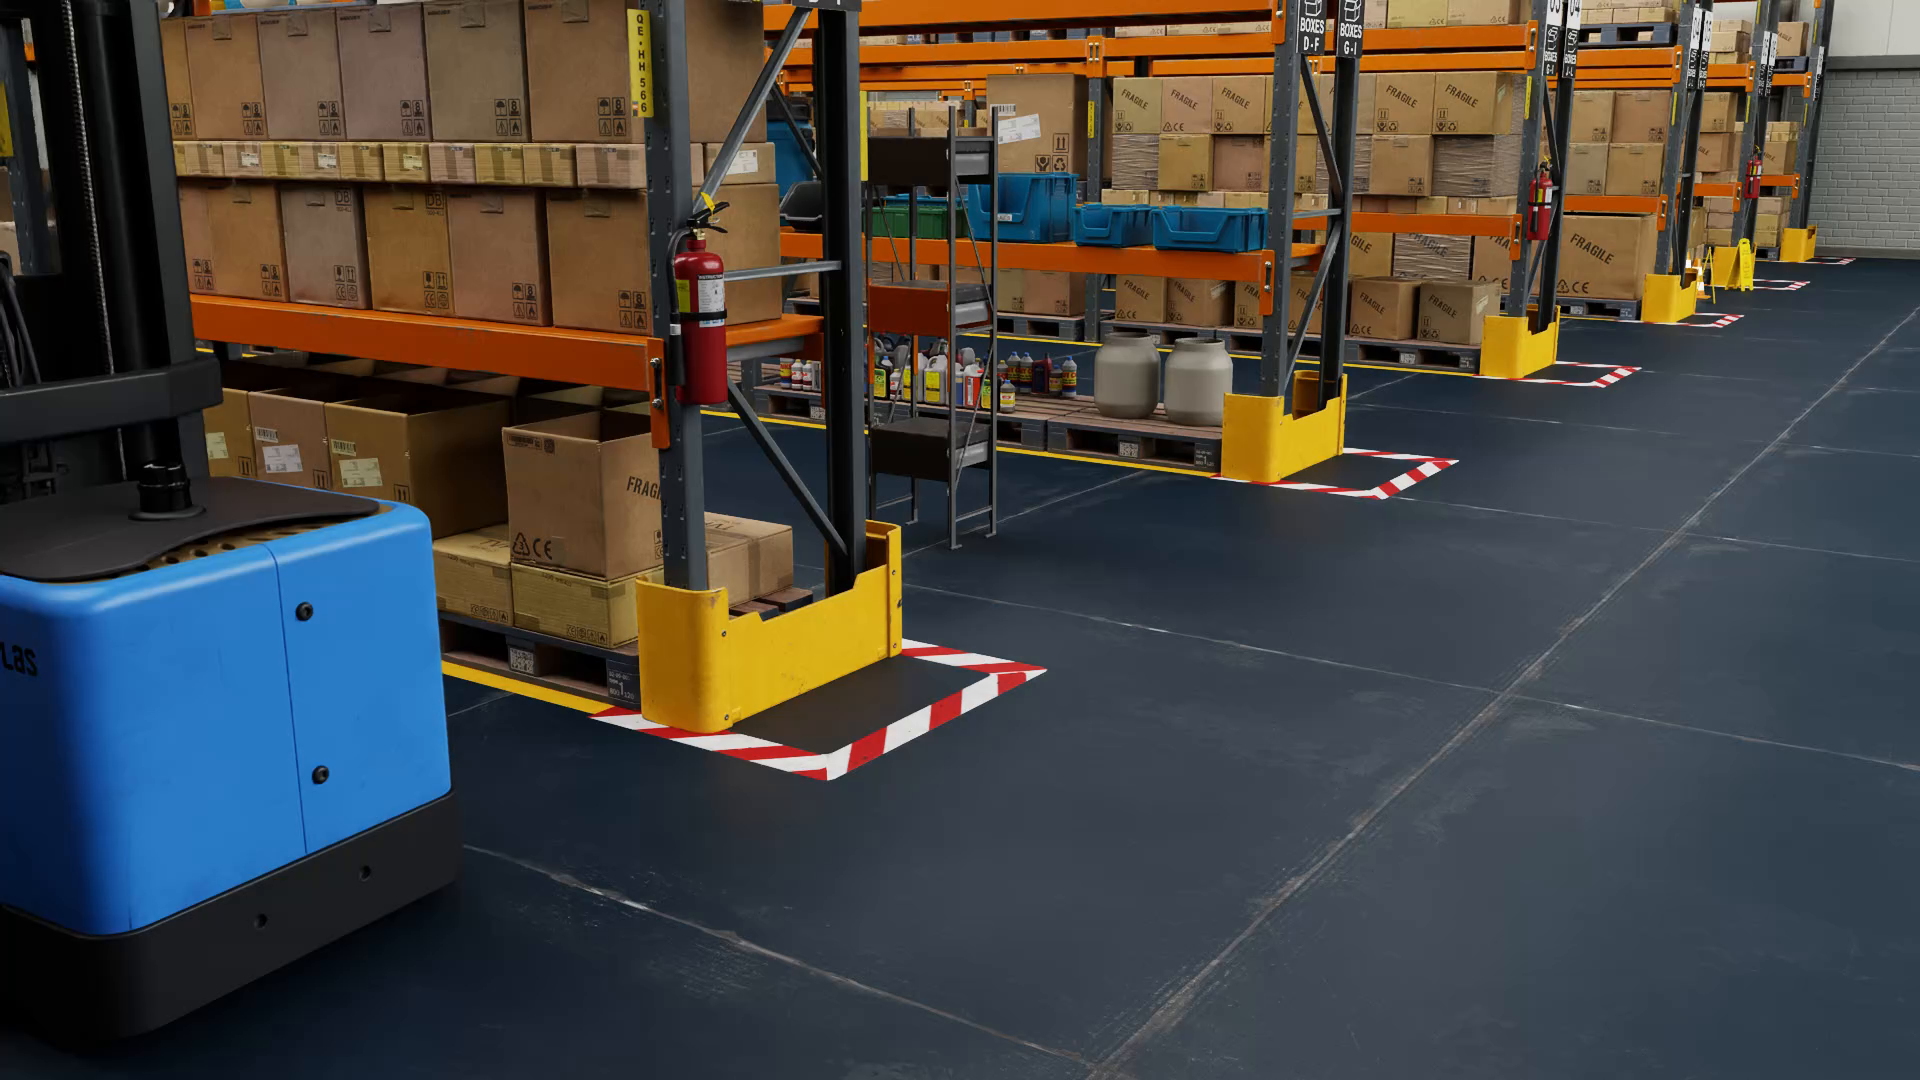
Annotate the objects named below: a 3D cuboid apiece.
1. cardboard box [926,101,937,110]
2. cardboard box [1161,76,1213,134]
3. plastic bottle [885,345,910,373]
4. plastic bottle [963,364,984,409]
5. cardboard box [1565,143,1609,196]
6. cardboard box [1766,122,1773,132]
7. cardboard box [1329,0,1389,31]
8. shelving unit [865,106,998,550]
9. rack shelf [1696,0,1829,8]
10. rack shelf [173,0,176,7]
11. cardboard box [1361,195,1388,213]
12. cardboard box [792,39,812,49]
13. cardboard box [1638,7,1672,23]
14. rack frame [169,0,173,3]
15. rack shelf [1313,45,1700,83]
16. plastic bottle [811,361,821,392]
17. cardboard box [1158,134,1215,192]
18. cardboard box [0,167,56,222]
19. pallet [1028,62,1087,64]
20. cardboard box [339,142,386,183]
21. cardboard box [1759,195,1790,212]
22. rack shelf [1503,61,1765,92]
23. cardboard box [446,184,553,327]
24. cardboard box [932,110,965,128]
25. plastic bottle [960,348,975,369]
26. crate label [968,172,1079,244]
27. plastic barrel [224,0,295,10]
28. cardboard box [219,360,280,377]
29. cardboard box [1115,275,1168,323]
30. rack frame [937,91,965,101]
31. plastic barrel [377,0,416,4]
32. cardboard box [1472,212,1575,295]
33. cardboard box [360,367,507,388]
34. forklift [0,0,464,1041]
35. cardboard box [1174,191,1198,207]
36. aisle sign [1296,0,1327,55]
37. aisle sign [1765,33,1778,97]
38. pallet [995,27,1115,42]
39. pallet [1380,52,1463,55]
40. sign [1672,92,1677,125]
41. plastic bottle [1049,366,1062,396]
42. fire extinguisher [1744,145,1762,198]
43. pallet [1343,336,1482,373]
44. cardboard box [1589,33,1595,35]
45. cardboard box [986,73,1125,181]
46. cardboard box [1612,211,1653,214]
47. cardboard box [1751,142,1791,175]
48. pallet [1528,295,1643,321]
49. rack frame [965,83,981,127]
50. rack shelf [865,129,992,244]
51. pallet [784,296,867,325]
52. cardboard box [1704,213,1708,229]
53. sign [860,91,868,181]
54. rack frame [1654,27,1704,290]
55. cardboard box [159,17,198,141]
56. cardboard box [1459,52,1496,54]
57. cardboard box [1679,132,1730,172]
[{"bbox_3d":[-0.379,-7.412,28.383,0.250,0.149,0.380,9,17,33],"label":"cardboard box"},{"bbox_3d":[2.168,-3.944,15.107,0.500,0.500,0.500,9,17,33],"label":"cardboard box"},{"bbox_3d":[-0.451,-1.260,11.925,0.135,0.276,0.152,9,17,33],"label":"plastic bottle"},{"bbox_3d":[0.113,-1.010,10.912,0.135,0.276,0.152,9,17,33],"label":"plastic bottle"},{"bbox_3d":[6.890,-4.066,18.193,0.550,0.550,0.875,9,17,33],"label":"cardboard box"},{"bbox_3d":[12.501,-6.414,25.816,0.250,0.149,0.380,9,17,33],"label":"cardboard box"},{"bbox_3d":[3.462,-4.442,14.093,0.500,0.250,0.500,10,17,34],"label":"cardboard box"},{"bbox_3d":[-0.137,-1.041,8.161,0.503,2.100,0.431,9,17,33],"label":"shelving unit"},{"bbox_3d":[11.478,-8.511,26.306,4.000,0.370,1.077,9,17,33],"label":"rack shelf"},{"bbox_3d":[-5.670,-2.844,8.826,4.000,0.370,1.077,9,17,33],"label":"rack shelf"},{"bbox_3d":[3.662,-2.918,14.391,0.250,0.149,0.380,9,17,33],"label":"cardboard box"},{"bbox_3d":[-1.550,-5.250,17.358,0.500,0.250,0.500,10,17,34],"label":"cardboard box"},{"bbox_3d":[7.227,-5.446,17.281,0.250,0.149,0.380,9,17,33],"label":"cardboard box"},{"bbox_3d":[-7.881,-6.441,15.617,0.127,3.000,1.000,9,17,33],"label":"rack frame"},{"bbox_3d":[6.033,-5.258,18.576,4.000,0.370,1.077,9,17,33],"label":"rack shelf"},{"bbox_3d":[-0.940,-1.180,11.599,0.135,0.276,0.152,10,17,35],"label":"plastic bottle"},{"bbox_3d":[2.255,-3.490,15.353,0.500,0.500,0.875,9,17,33],"label":"cardboard box"},{"bbox_3d":[-5.076,-1.695,8.719,0.500,0.500,0.500,11,17,37],"label":"cardboard box"},{"bbox_3d":[1.618,-6.244,21.457,1.003,0.211,1.213,10,17,35],"label":"pallet"},{"bbox_3d":[-2.190,-1.483,6.513,0.250,0.149,0.380,10,17,34],"label":"cardboard box"},{"bbox_3d":[12.845,-5.330,26.381,0.500,0.250,0.500,9,16,32],"label":"cardboard box"},{"bbox_3d":[8.711,-6.259,22.618,4.000,0.370,1.077,9,17,33],"label":"rack shelf"},{"bbox_3d":[-1.510,-1.116,6.381,0.500,0.500,0.700,10,17,34],"label":"cardboard box"},{"bbox_3d":[-0.132,-7.035,28.210,0.500,0.500,0.500,9,17,32],"label":"cardboard box"},{"bbox_3d":[0.012,-1.227,11.791,0.135,0.276,0.152,10,17,34],"label":"plastic bottle"},{"bbox_3d":[0.398,-2.130,10.612,0.616,0.435,0.502,9,17,33],"label":"crate label"},{"bbox_3d":[-6.380,-5.234,15.065,0.708,0.901,0.600,9,17,33],"label":"plastic barrel"},{"bbox_3d":[-3.382,-0.512,7.438,0.500,0.500,0.500,9,17,33],"label":"cardboard box"},{"bbox_3d":[1.831,-2.373,15.994,0.500,0.500,0.500,9,16,31],"label":"cardboard box"},{"bbox_3d":[-0.138,-8.019,34.476,0.127,3.000,1.000,9,17,33],"label":"rack frame"},{"bbox_3d":[-4.476,-4.400,13.382,0.421,0.512,0.421,0,14,0],"label":"plastic barrel"},{"bbox_3d":[6.361,-3.251,18.761,0.875,0.875,0.875,9,16,32],"label":"cardboard box"},{"bbox_3d":[-2.256,-0.484,7.323,0.500,0.500,0.500,9,17,33],"label":"cardboard box"},{"bbox_3d":[-2.857,-0.548,4.437,3.031,2.935,1.130,8,16,29],"label":"forklift"},{"bbox_3d":[2.167,-3.137,15.278,0.250,0.149,0.380,9,17,33],"label":"cardboard box"},{"bbox_3d":[1.970,-3.113,9.246,0.004,0.787,0.394,9,17,33],"label":"aisle sign"},{"bbox_3d":[10.595,-6.199,21.712,0.004,0.787,0.394,9,17,33],"label":"aisle sign"},{"bbox_3d":[1.068,-4.913,16.076,1.003,0.211,1.213,9,17,33],"label":"pallet"},{"bbox_3d":[5.046,-5.721,19.132,1.213,0.211,1.003,9,17,33],"label":"pallet"},{"bbox_3d":[7.378,-4.454,17.169,0.005,0.325,0.100,9,17,33],"label":"sign"},{"bbox_3d":[0.659,-1.094,11.410,0.097,0.201,0.097,0,14,0],"label":"plastic bottle"},{"bbox_3d":[10.209,-4.739,21.384,0.183,0.674,0.296,9,17,33],"label":"fire extinguisher"},{"bbox_3d":[4.123,-1.680,14.671,1.213,0.211,1.003,9,17,33],"label":"pallet"},{"bbox_3d":[8.467,-6.842,22.340,0.250,0.149,0.380,10,17,34],"label":"cardboard box"},{"bbox_3d":[0.940,-4.073,16.414,1.000,1.000,1.000,9,17,33],"label":"cardboard box"},{"bbox_3d":[9.126,-4.241,22.502,0.500,0.500,0.500,10,17,35],"label":"cardboard box"},{"bbox_3d":[12.583,-5.936,25.851,0.500,0.500,0.500,9,16,32],"label":"cardboard box"},{"bbox_3d":[6.985,-2.621,18.472,1.213,0.211,1.003,9,17,33],"label":"pallet"},{"bbox_3d":[0.414,-6.493,28.309,0.127,3.000,1.000,9,17,33],"label":"rack frame"},{"bbox_3d":[-0.137,-1.708,7.996,0.480,0.518,0.431,9,17,33],"label":"rack shelf"},{"bbox_3d":[-1.150,-2.522,18.071,1.213,0.211,1.003,9,17,33],"label":"pallet"},{"bbox_3d":[11.709,-5.123,26.583,0.500,0.250,0.500,9,16,32],"label":"cardboard box"},{"bbox_3d":[-0.377,-1.501,6.179,0.005,0.325,0.100,9,17,33],"label":"sign"},{"bbox_3d":[7.692,-3.883,17.767,0.127,3.000,1.000,9,17,33],"label":"rack frame"},{"bbox_3d":[-3.219,-2.022,7.340,0.500,0.500,0.700,9,17,33],"label":"cardboard box"},{"bbox_3d":[7.264,-6.834,23.138,0.500,0.250,0.500,9,16,32],"label":"cardboard box"},{"bbox_3d":[9.767,-5.094,21.833,0.500,0.500,0.500,9,16,32],"label":"cardboard box"}]
